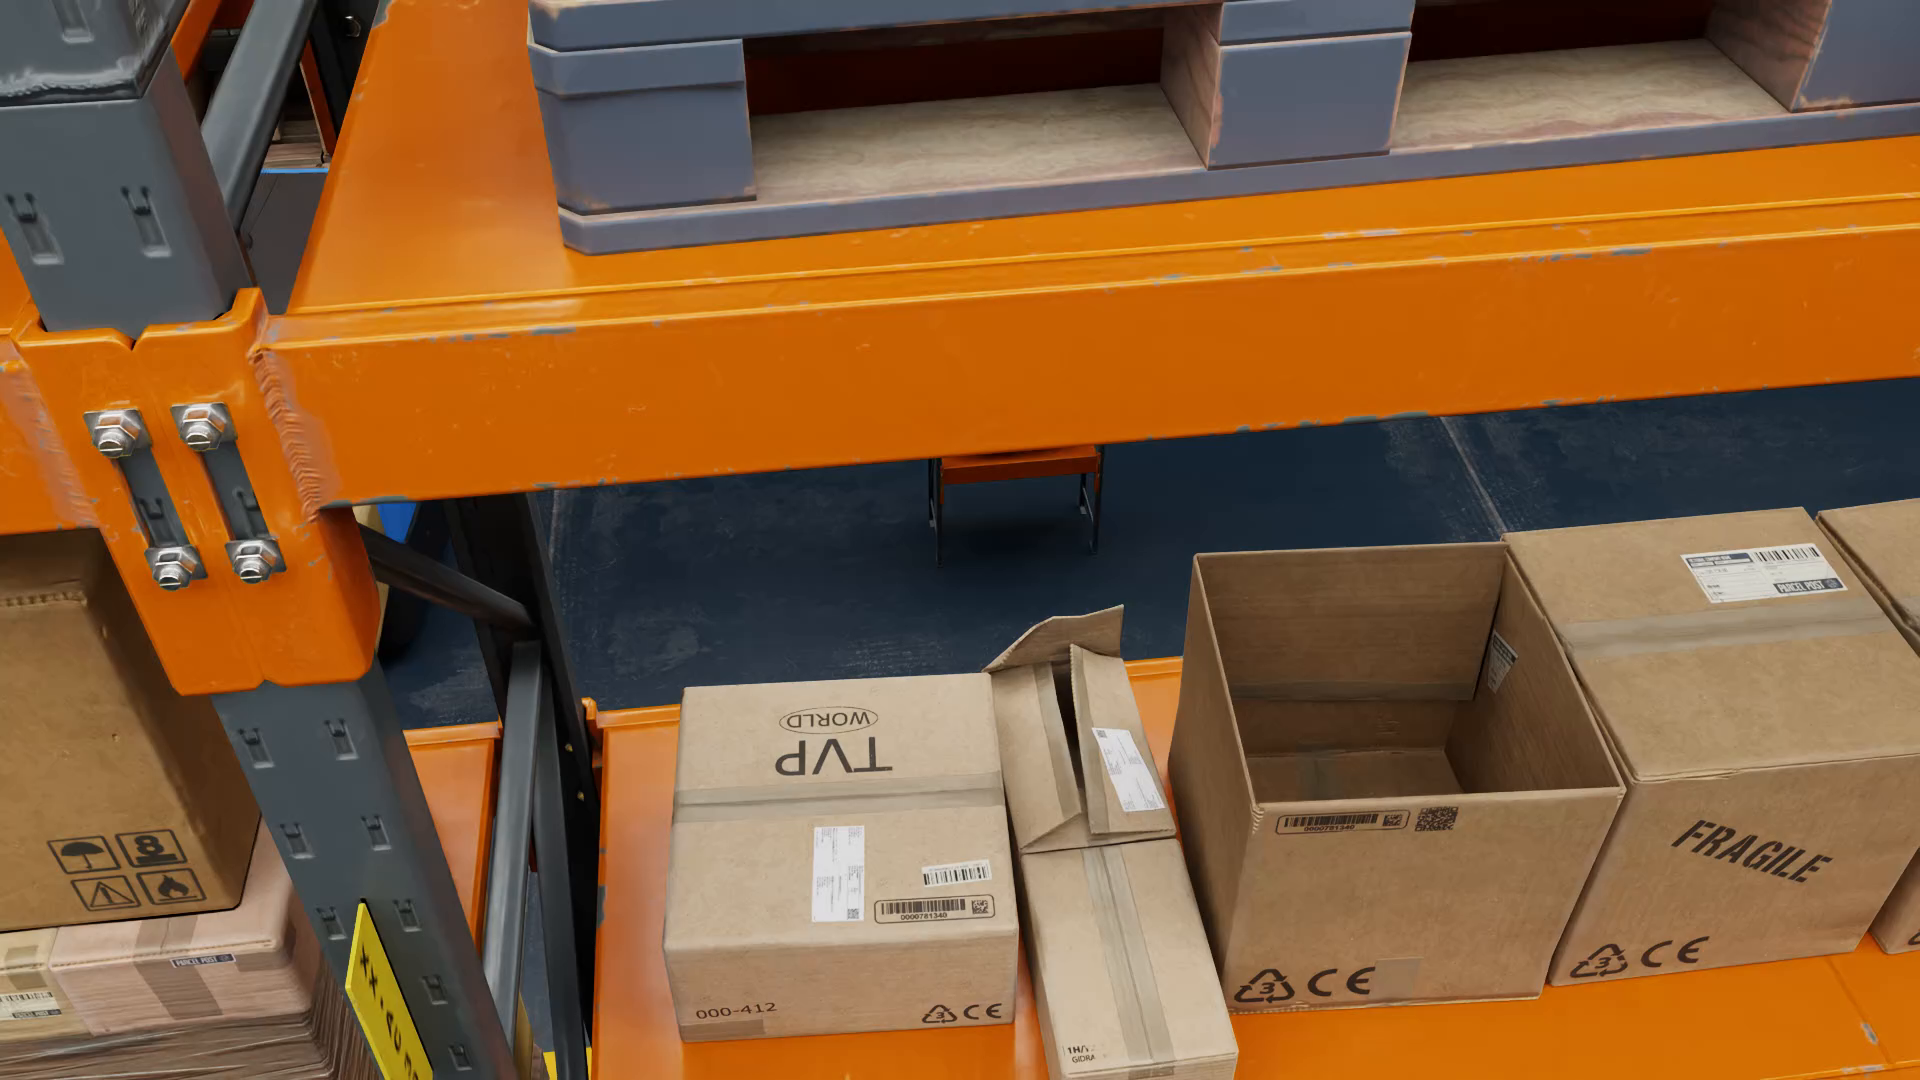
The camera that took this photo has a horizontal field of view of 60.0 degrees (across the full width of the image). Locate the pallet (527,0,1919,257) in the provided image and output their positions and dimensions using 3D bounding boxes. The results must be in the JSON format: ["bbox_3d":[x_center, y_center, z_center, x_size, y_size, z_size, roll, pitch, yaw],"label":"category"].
[{"bbox_3d":[0.208,-0.630,1.613,1.217,0.209,0.805,-7,42,-7],"label":"pallet"}]

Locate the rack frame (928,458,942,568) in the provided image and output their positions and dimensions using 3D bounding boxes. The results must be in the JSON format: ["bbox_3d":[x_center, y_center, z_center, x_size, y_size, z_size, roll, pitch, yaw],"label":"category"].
[{"bbox_3d":[-0.078,-0.439,4.841,0.015,1.200,0.240,-5,42,-6],"label":"rack frame"}]

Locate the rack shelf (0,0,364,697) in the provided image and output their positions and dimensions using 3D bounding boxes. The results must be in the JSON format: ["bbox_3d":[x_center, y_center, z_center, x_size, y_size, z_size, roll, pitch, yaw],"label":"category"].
[{"bbox_3d":[-2.648,-0.175,1.503,4.000,0.370,1.077,-5,42,-6],"label":"rack shelf"}]

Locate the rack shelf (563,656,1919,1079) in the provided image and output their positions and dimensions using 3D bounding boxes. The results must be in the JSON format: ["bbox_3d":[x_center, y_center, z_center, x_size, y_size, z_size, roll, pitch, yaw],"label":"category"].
[{"bbox_3d":[1.318,0.591,2.892,4.000,0.370,1.077,-5,42,-6],"label":"rack shelf"}]

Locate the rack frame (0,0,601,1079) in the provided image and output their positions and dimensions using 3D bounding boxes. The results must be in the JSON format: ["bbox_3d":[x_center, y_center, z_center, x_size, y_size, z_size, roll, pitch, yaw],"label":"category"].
[{"bbox_3d":[-0.665,0.498,2.459,0.127,3.000,1.000,-5,42,-6],"label":"rack frame"}]

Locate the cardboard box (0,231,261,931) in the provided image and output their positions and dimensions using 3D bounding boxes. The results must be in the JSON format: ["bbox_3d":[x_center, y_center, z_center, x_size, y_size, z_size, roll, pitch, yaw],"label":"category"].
[{"bbox_3d":[-1.104,0.021,1.943,0.500,0.500,0.700,-5,42,-5],"label":"cardboard box"}]

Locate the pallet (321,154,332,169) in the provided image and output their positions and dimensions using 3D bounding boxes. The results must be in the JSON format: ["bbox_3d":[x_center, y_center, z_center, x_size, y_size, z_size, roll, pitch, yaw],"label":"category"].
[{"bbox_3d":[-1.972,-1.675,6.949,1.213,0.211,1.003,-5,42,-6],"label":"pallet"}]

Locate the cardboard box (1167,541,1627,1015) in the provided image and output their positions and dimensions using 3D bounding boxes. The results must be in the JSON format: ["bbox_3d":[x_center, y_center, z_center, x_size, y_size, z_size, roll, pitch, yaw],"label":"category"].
[{"bbox_3d":[0.621,0.359,2.538,0.500,0.500,0.500,-2,42,-2],"label":"cardboard box"}]

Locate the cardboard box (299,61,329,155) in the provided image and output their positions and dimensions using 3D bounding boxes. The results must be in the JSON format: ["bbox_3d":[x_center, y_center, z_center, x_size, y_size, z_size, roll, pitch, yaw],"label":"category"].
[{"bbox_3d":[-2.335,-1.910,6.666,0.500,0.500,0.500,-8,43,-9],"label":"cardboard box"}]

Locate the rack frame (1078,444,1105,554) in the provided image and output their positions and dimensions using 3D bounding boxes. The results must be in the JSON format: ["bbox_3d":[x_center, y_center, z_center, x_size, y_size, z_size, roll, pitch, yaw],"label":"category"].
[{"bbox_3d":[0.406,-0.481,4.888,0.015,1.200,0.240,-5,42,-6],"label":"rack frame"}]

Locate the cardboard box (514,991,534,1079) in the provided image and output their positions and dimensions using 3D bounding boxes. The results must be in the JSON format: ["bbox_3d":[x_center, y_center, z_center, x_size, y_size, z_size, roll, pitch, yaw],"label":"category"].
[{"bbox_3d":[-1.164,1.202,3.418,0.500,0.250,0.500,-5,42,-6],"label":"cardboard box"}]

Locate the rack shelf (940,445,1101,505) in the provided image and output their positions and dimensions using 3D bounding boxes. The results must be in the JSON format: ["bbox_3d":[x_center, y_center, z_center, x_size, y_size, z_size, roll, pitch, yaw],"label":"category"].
[{"bbox_3d":[0.164,-0.263,5.042,0.480,0.148,0.258,-5,42,-6],"label":"rack shelf"}]

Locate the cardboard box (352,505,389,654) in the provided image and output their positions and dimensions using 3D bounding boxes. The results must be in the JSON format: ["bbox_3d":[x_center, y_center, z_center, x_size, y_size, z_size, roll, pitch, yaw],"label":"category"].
[{"bbox_3d":[-0.957,0.114,2.325,0.250,0.149,0.380,-5,42,-6],"label":"cardboard box"}]

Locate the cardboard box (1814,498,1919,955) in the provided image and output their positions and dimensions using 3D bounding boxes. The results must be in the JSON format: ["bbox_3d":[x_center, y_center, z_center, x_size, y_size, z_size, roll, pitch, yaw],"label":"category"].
[{"bbox_3d":[1.640,0.270,2.637,0.500,0.500,0.500,-7,43,-8],"label":"cardboard box"}]

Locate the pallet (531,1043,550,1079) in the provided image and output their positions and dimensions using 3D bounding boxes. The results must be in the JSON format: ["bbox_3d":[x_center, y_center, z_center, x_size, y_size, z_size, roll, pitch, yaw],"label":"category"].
[{"bbox_3d":[-1.459,1.574,3.347,1.213,0.211,1.003,-5,42,-6],"label":"pallet"}]

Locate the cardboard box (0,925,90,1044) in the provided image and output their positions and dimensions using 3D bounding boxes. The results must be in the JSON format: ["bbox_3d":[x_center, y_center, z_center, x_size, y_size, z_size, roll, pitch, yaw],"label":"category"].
[{"bbox_3d":[-1.152,0.406,2.002,0.250,0.149,0.380,-6,42,-6],"label":"cardboard box"}]

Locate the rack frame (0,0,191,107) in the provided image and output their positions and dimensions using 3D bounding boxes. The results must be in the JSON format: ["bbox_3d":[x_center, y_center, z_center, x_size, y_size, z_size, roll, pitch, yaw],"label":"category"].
[{"bbox_3d":[-0.665,-1.730,0.450,0.127,3.000,1.000,-5,42,-6],"label":"rack frame"}]

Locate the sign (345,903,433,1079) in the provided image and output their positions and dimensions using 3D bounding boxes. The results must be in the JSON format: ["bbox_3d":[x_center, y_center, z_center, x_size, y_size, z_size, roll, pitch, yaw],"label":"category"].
[{"bbox_3d":[-0.592,0.515,1.734,0.005,0.325,0.100,-5,42,-6],"label":"sign"}]

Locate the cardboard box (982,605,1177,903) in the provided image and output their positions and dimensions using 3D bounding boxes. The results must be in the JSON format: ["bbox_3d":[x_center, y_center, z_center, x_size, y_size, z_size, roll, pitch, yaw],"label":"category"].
[{"bbox_3d":[0.183,0.349,2.724,0.258,0.266,0.396,-6,42,-7],"label":"cardboard box"}]

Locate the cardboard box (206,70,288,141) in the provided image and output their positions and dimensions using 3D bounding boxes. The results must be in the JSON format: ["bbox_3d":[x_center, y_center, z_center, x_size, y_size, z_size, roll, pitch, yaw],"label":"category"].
[{"bbox_3d":[-2.900,-1.771,6.774,0.250,0.149,0.380,-8,43,-9],"label":"cardboard box"}]

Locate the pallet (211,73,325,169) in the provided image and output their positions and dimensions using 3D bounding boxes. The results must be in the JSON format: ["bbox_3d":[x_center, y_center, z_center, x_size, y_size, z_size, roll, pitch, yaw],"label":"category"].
[{"bbox_3d":[-3.185,-1.567,6.829,1.213,0.211,1.003,-5,42,-6],"label":"pallet"}]

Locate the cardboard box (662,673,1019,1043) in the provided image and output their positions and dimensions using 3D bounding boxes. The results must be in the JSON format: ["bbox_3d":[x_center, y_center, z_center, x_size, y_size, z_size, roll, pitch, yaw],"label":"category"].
[{"bbox_3d":[-0.183,0.481,2.589,0.500,0.250,0.500,-3,42,-3],"label":"cardboard box"}]

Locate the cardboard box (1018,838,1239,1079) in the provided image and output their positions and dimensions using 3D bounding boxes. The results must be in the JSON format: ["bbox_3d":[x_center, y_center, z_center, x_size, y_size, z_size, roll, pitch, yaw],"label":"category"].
[{"bbox_3d":[0.240,0.650,2.478,0.250,0.149,0.380,-5,42,-6],"label":"cardboard box"}]

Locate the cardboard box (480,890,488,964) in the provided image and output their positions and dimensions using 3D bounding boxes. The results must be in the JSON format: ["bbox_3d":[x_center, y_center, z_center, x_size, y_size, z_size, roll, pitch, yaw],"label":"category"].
[{"bbox_3d":[-1.165,0.916,3.174,0.500,0.500,0.500,-5,42,-6],"label":"cardboard box"}]

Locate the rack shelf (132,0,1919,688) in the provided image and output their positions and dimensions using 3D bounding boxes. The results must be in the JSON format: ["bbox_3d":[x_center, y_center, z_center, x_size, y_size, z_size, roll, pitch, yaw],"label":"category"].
[{"bbox_3d":[1.318,-0.523,1.888,4.000,0.370,1.077,-5,42,-6],"label":"rack shelf"}]

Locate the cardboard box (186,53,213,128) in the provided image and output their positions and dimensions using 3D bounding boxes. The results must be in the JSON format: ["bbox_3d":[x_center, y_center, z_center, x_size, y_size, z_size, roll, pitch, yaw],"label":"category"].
[{"bbox_3d":[-3.280,-1.760,6.500,0.500,0.500,0.700,-7,43,-8],"label":"cardboard box"}]

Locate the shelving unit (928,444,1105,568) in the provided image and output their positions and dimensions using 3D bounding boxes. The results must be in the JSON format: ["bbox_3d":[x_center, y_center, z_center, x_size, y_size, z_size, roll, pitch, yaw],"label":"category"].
[{"bbox_3d":[0.164,-0.460,4.864,0.503,1.200,0.258,-5,42,-6],"label":"shelving unit"}]

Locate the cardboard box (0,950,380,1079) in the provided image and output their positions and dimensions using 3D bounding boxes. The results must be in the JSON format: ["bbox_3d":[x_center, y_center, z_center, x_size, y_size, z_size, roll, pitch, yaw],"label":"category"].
[{"bbox_3d":[-1.104,0.503,2.378,0.500,0.500,0.700,-6,42,-7],"label":"cardboard box"}]

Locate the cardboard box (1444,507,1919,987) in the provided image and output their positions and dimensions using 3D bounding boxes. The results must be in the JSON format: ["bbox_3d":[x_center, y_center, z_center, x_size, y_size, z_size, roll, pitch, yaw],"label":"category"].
[{"bbox_3d":[1.118,0.315,2.586,0.500,0.500,0.500,-5,42,-5],"label":"cardboard box"}]

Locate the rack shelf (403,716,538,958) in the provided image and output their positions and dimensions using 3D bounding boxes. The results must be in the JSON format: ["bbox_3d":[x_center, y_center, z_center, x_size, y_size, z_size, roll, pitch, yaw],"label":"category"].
[{"bbox_3d":[-2.648,0.938,2.507,4.000,0.370,1.077,-5,42,-6],"label":"rack shelf"}]

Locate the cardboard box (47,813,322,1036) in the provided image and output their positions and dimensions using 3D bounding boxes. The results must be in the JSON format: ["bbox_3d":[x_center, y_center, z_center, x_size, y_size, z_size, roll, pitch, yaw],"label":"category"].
[{"bbox_3d":[-0.907,0.385,2.024,0.250,0.149,0.380,-5,42,-6],"label":"cardboard box"}]

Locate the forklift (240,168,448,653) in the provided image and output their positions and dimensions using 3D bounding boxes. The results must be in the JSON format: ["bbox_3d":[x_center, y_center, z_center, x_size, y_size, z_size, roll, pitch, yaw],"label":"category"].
[{"bbox_3d":[-3.107,-1.037,4.211,3.031,2.935,1.130,-1,42,-1],"label":"forklift"}]
